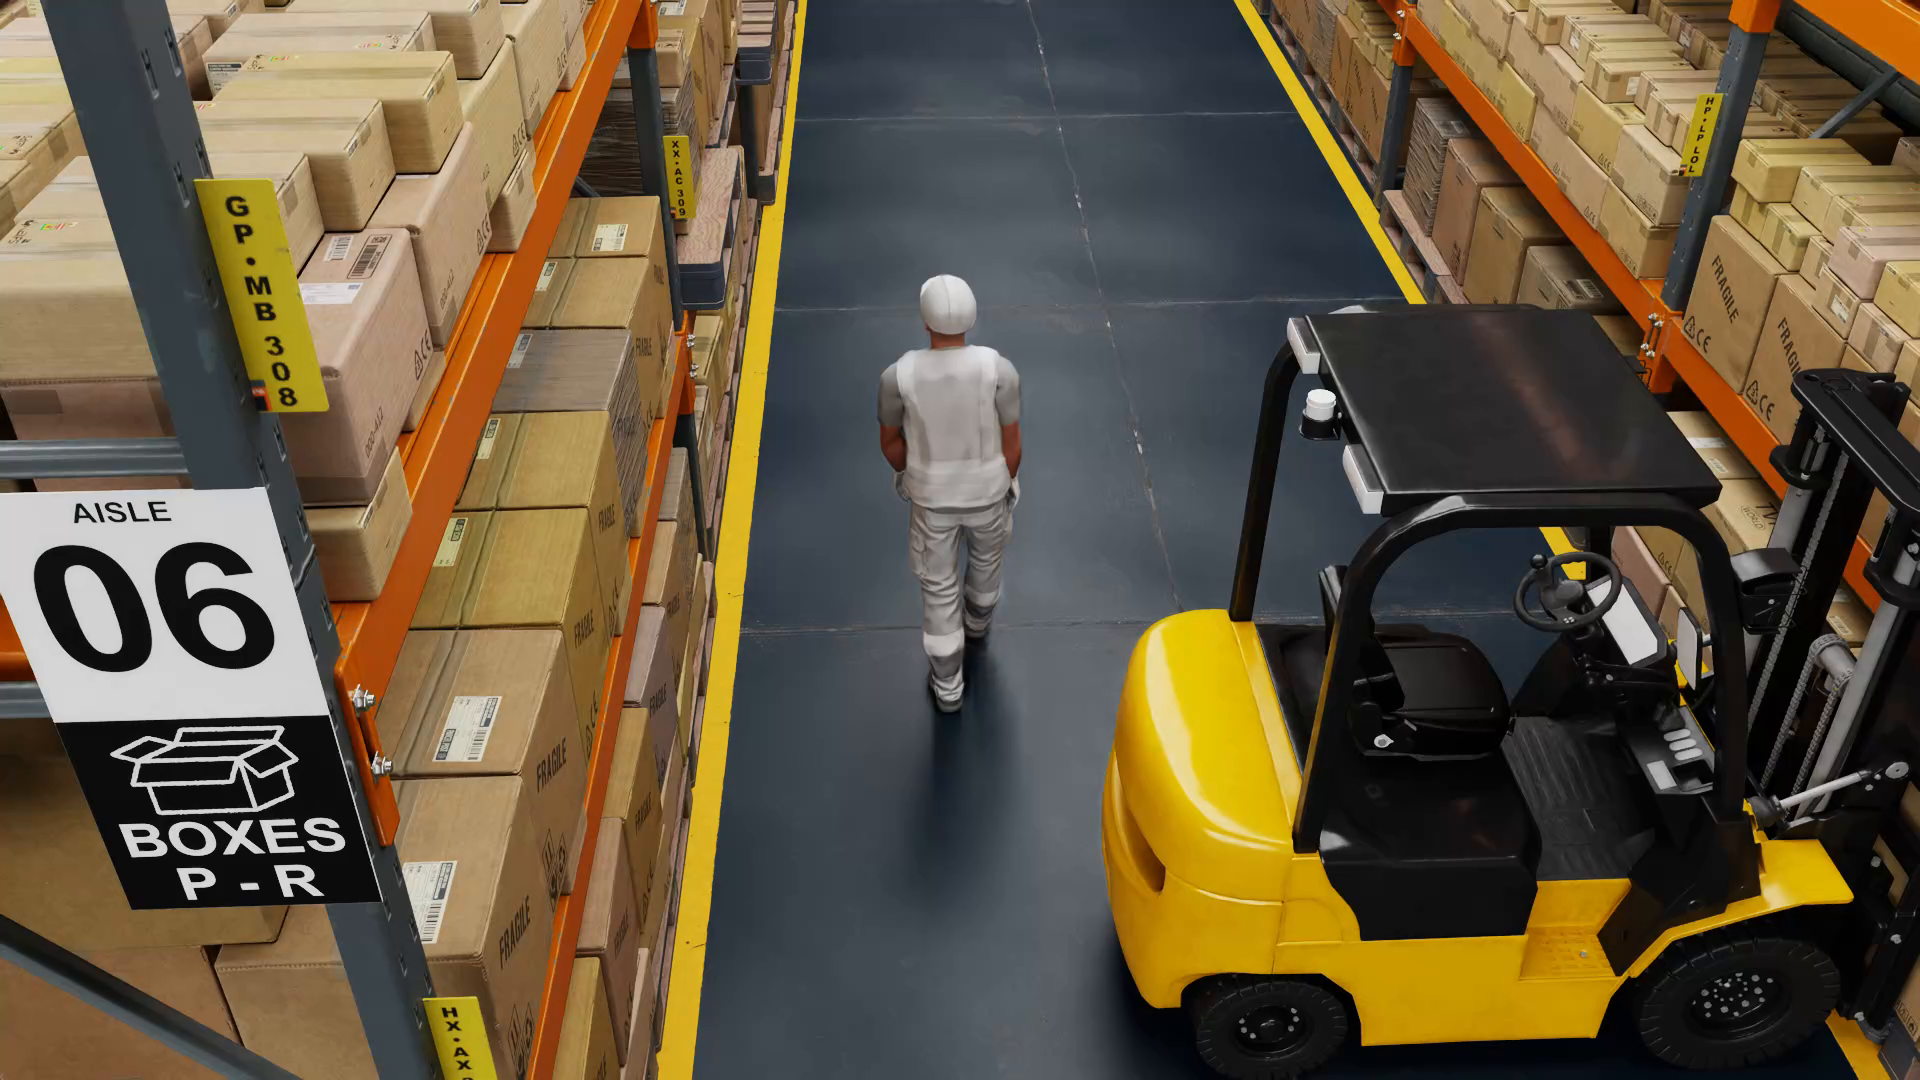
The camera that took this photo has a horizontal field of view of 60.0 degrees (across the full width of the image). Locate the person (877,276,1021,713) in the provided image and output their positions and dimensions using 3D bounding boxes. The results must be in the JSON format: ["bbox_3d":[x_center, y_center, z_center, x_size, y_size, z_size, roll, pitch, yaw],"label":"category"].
[{"bbox_3d":[-0.043,-0.246,6.456,0.544,1.772,0.762,-2,35,-4],"label":"person"}]
